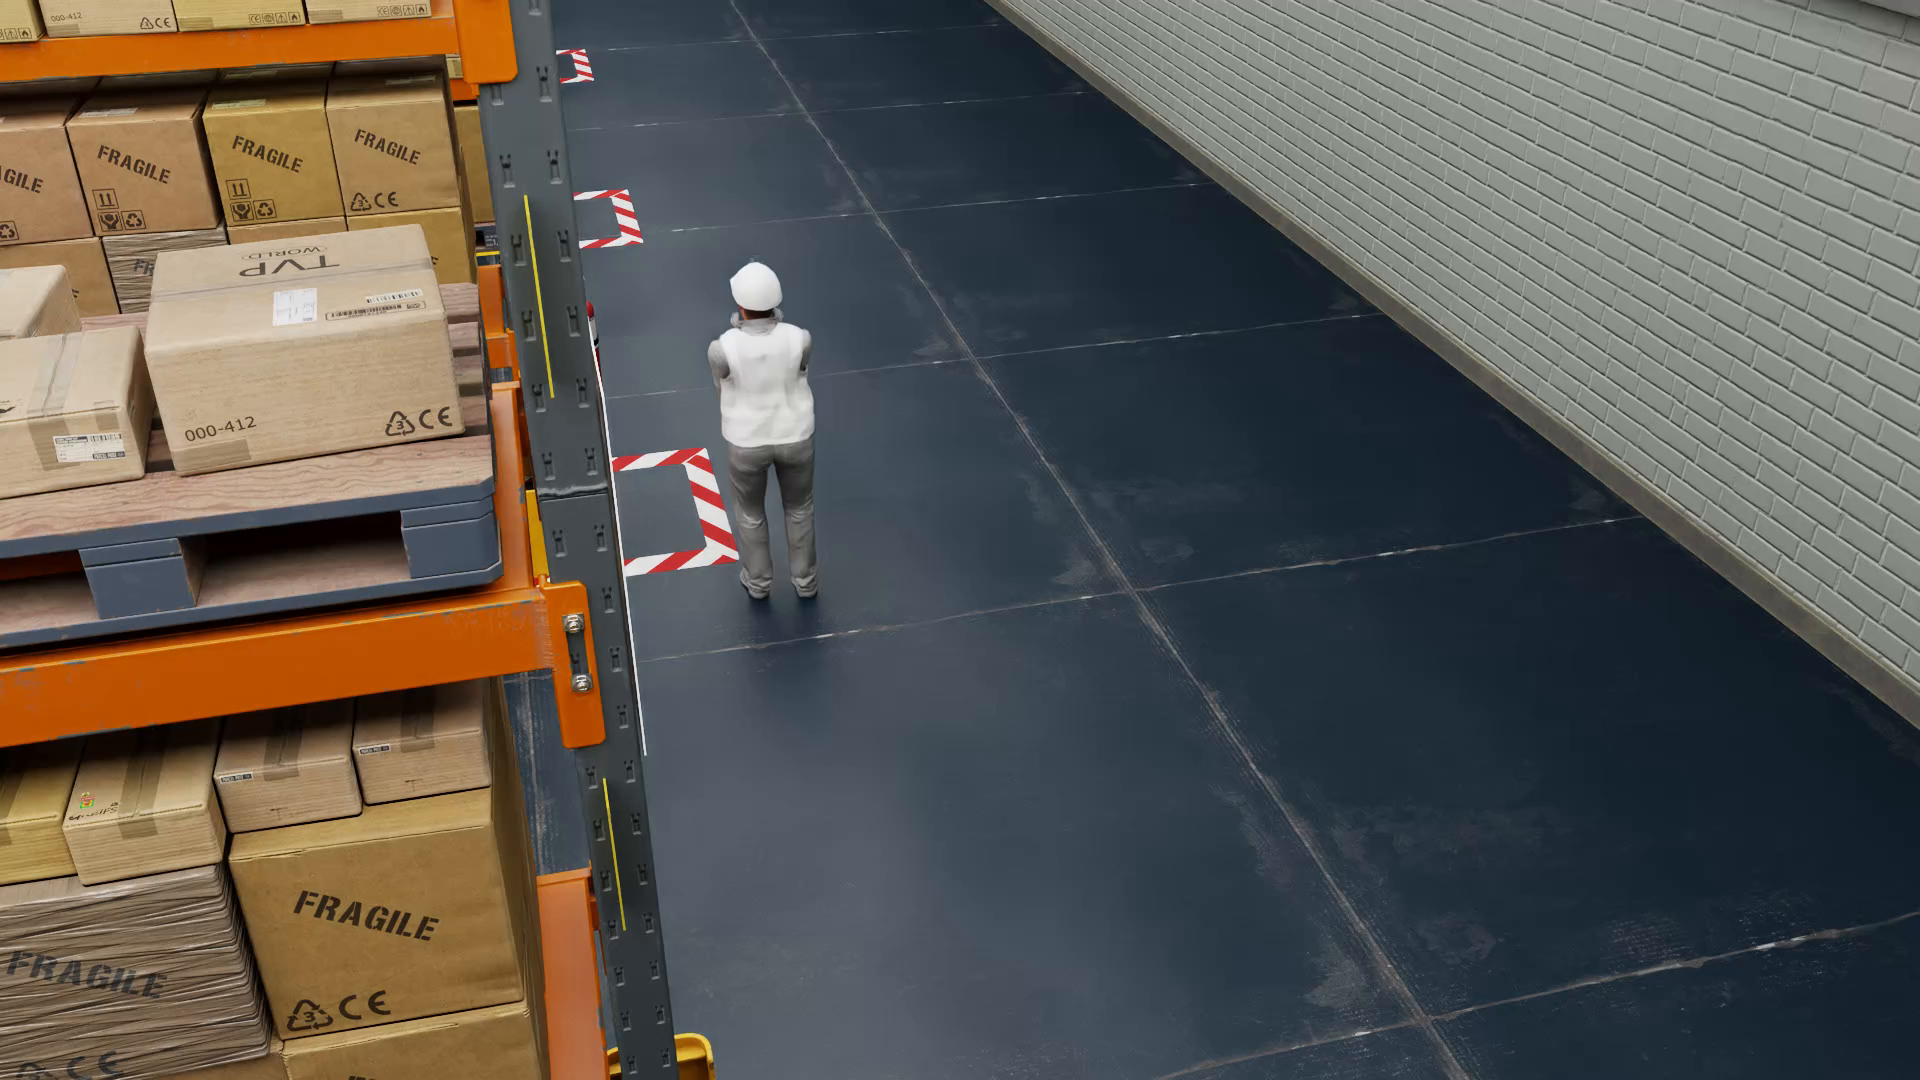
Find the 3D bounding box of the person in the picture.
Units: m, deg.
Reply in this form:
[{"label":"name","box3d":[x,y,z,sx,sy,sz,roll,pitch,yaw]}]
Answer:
[{"label":"person","box3d":[-0.955,-0.545,8.052,0.495,1.768,0.540,-7,31,-13]}]
